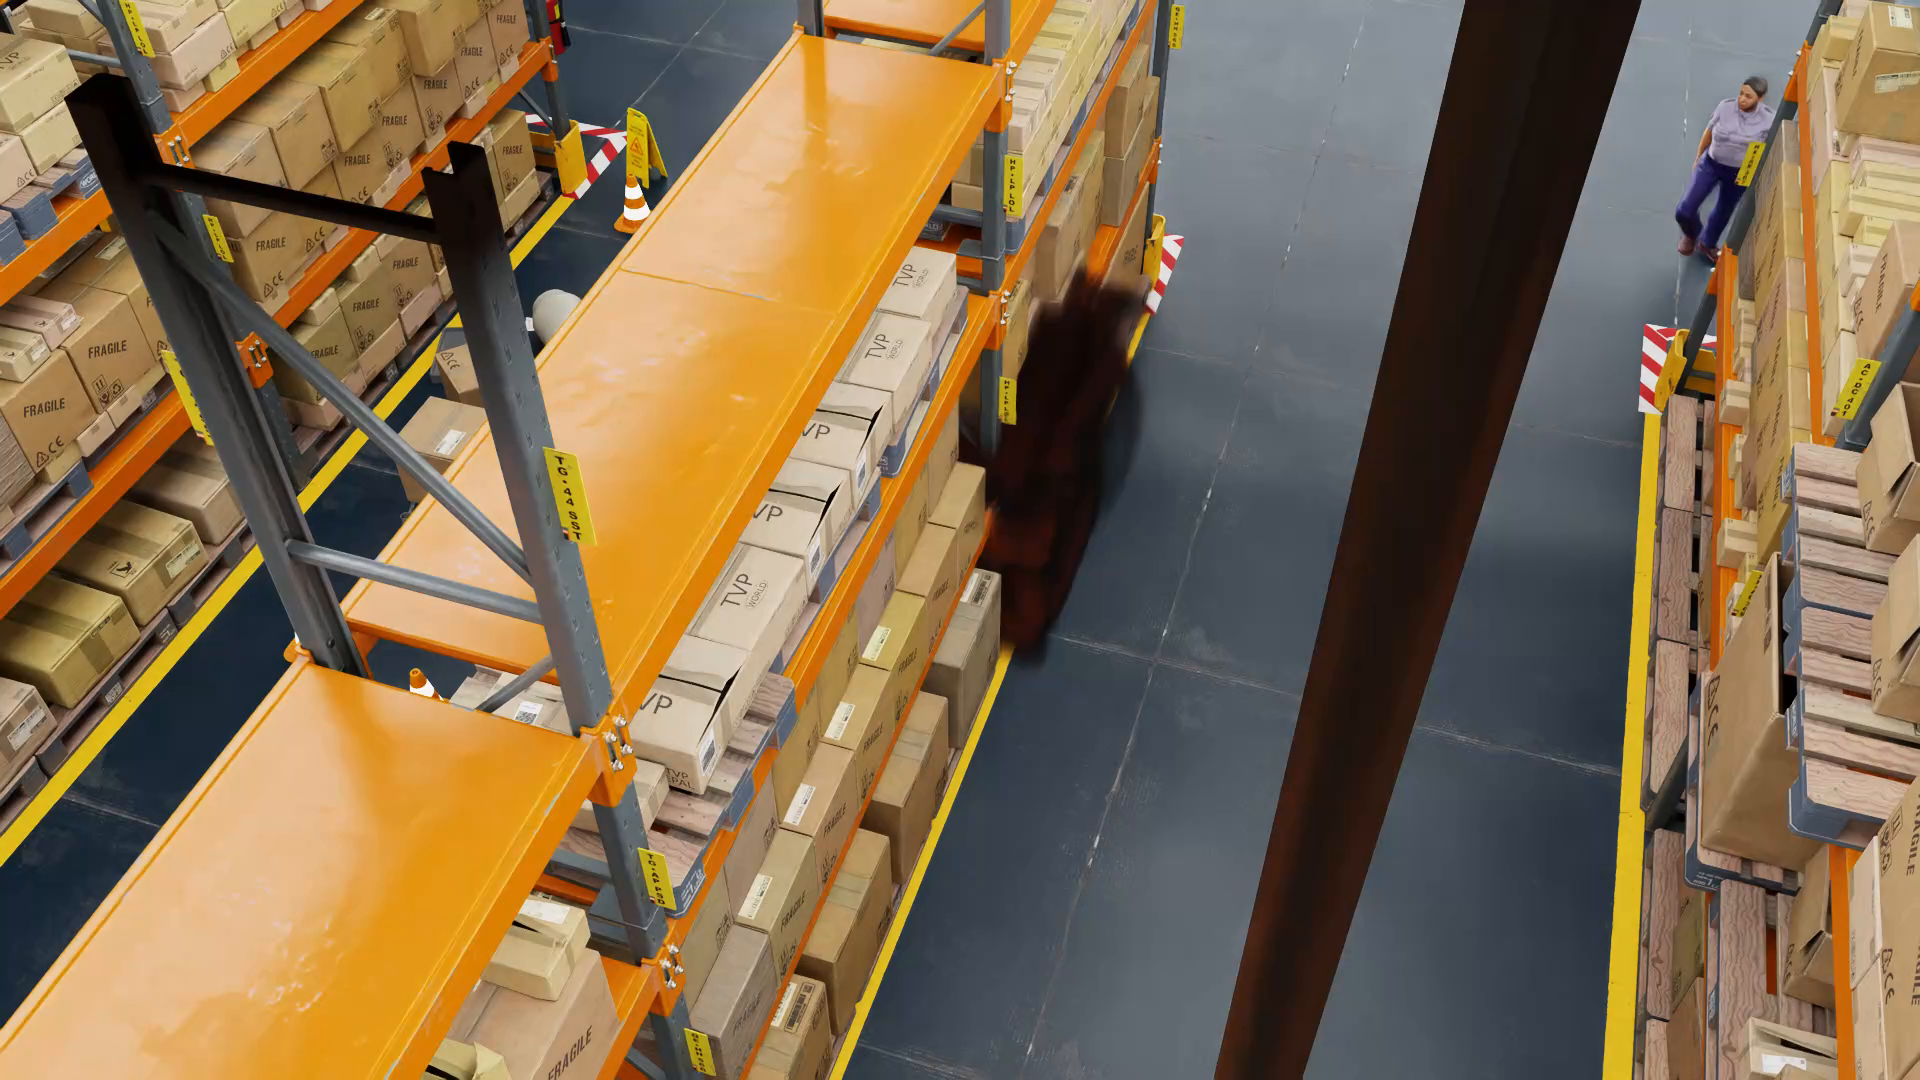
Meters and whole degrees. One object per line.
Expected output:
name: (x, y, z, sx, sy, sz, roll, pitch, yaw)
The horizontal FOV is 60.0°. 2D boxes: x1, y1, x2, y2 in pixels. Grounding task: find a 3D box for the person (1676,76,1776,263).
person: (5.888, -2.801, 12.717, 0.564, 1.626, 0.488, 21, 49, 19)
